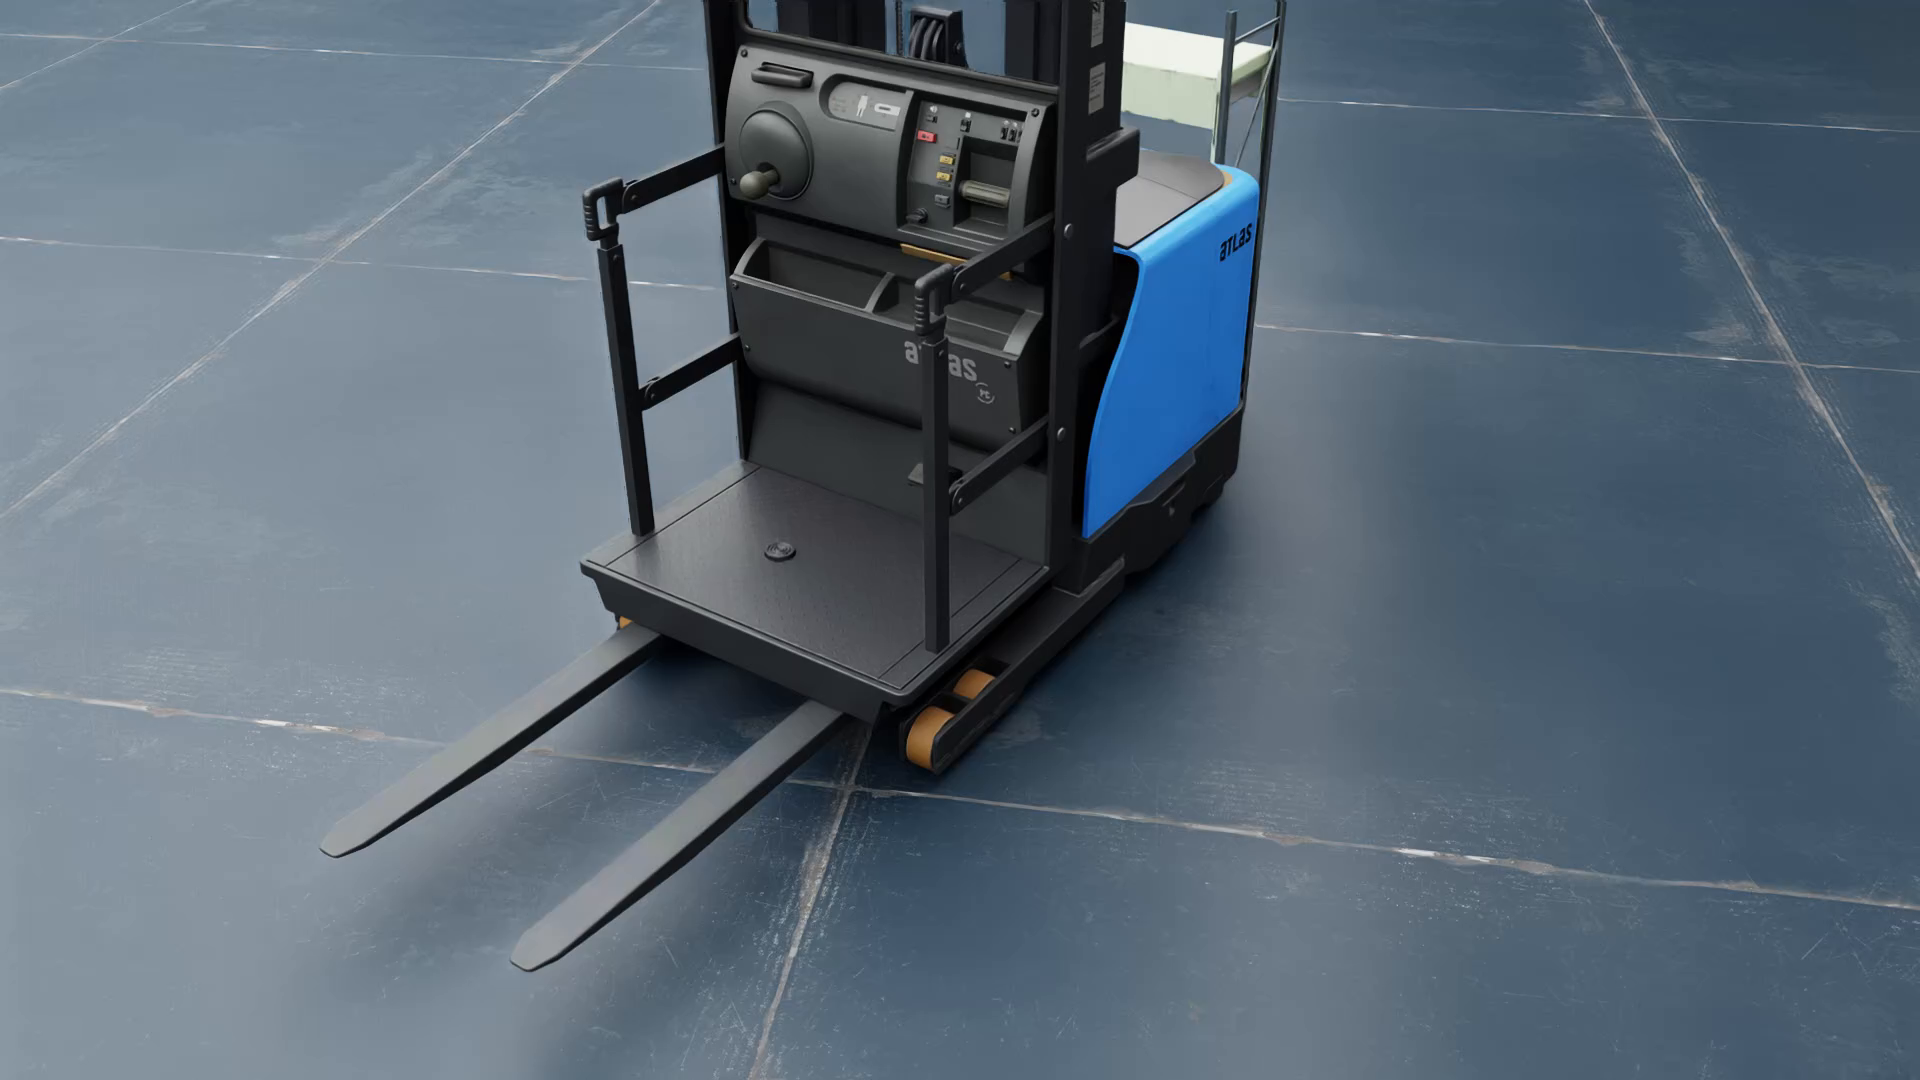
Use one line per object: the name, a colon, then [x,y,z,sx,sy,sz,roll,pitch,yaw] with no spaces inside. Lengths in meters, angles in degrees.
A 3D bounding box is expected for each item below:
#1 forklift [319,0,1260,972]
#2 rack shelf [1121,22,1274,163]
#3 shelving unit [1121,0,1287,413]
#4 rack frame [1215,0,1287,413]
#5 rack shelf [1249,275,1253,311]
forklift: [-0.320,-0.933,3.978,1.130,2.935,3.031,20,37,28]
rack shelf: [0.604,-1.453,5.422,0.720,0.370,0.431,20,37,28]
shelving unit: [0.604,-1.122,5.629,0.755,1.500,0.431,20,37,28]
rack frame: [0.908,-1.014,5.456,0.023,1.500,0.400,20,37,28]
rack shelf: [0.604,-0.846,5.802,0.720,0.370,0.431,20,37,28]
